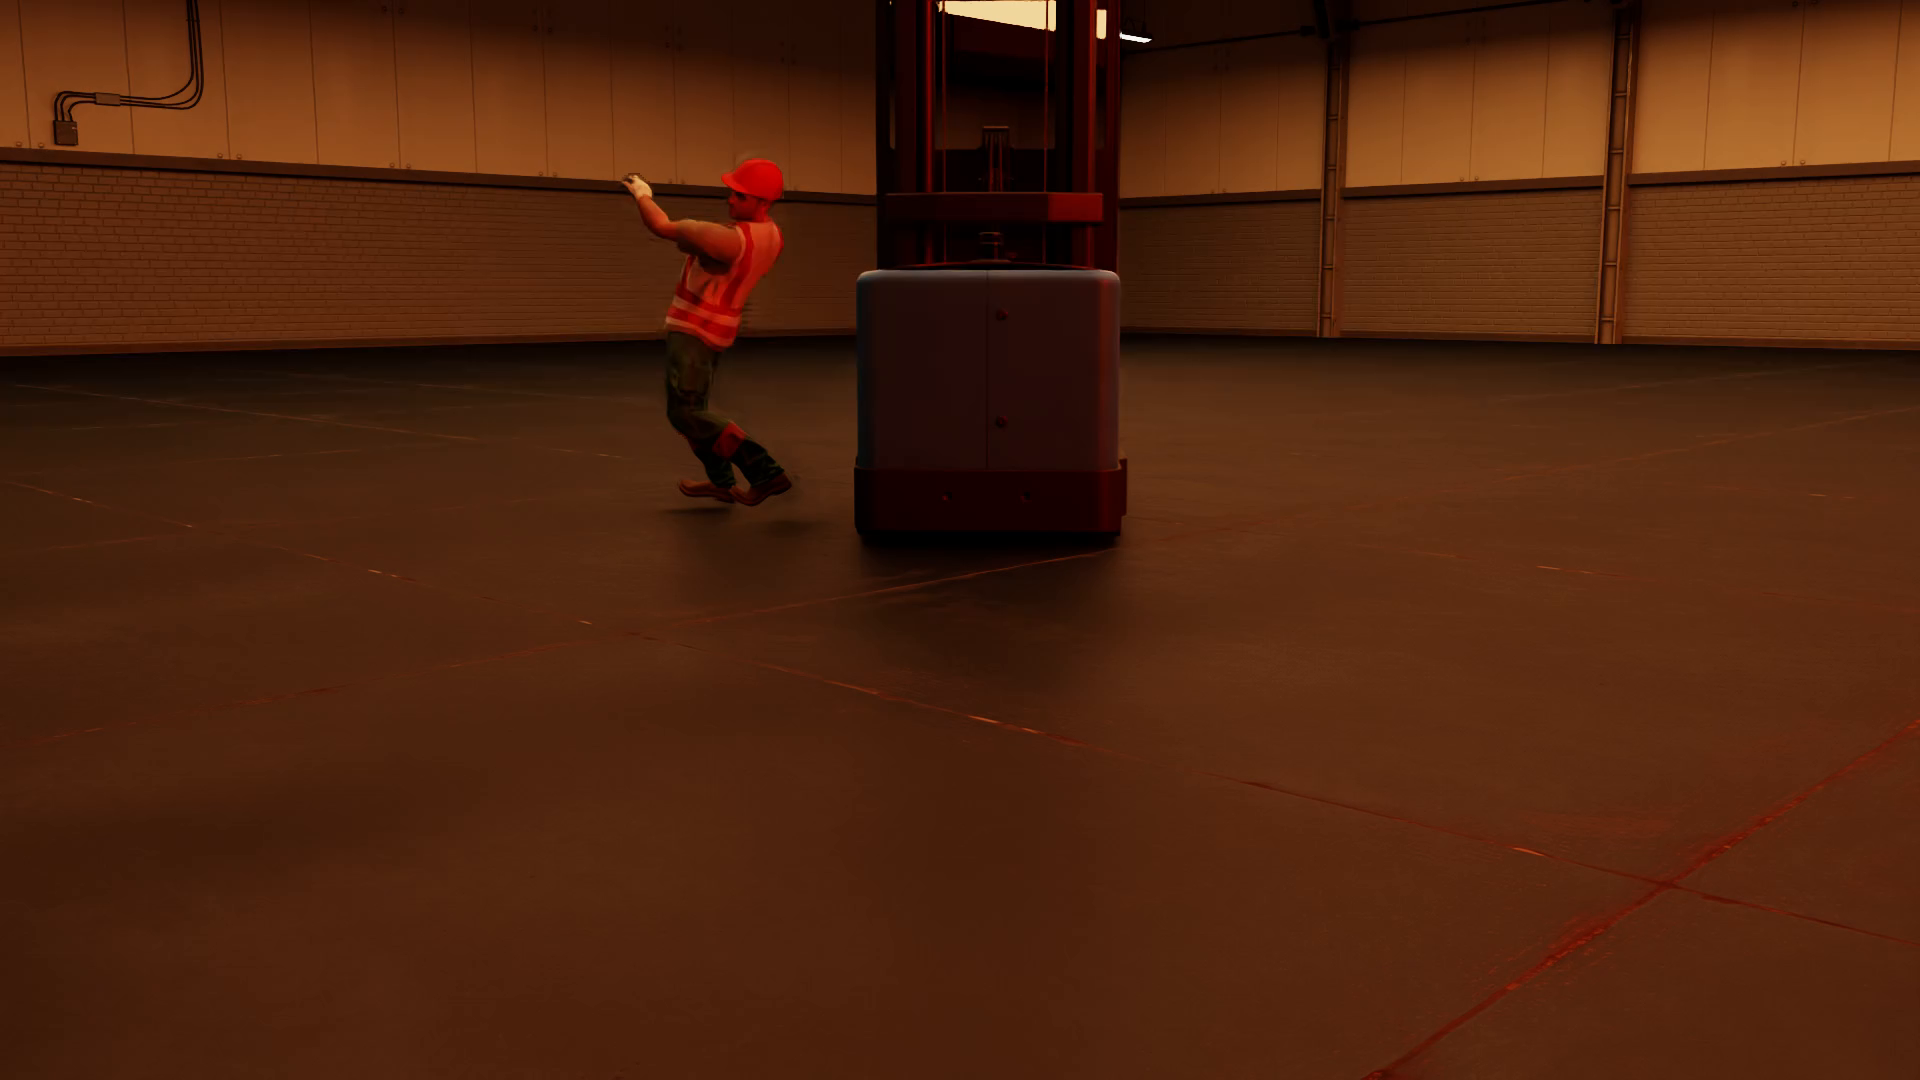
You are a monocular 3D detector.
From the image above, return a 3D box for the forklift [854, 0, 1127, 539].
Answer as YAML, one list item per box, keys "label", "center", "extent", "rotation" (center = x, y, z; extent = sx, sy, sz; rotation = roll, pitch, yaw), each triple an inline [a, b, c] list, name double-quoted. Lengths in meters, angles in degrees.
- label: "forklift"
  center: [0.180, -1.637, 7.744]
  extent: [1.130, 2.935, 3.031]
  rotation: [0, 9, 3]

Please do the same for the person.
- label: "person"
  center: [-1.118, -0.925, 7.563]
  extent: [0.775, 1.535, 1.044]
  rotation: [0, 9, 0]
